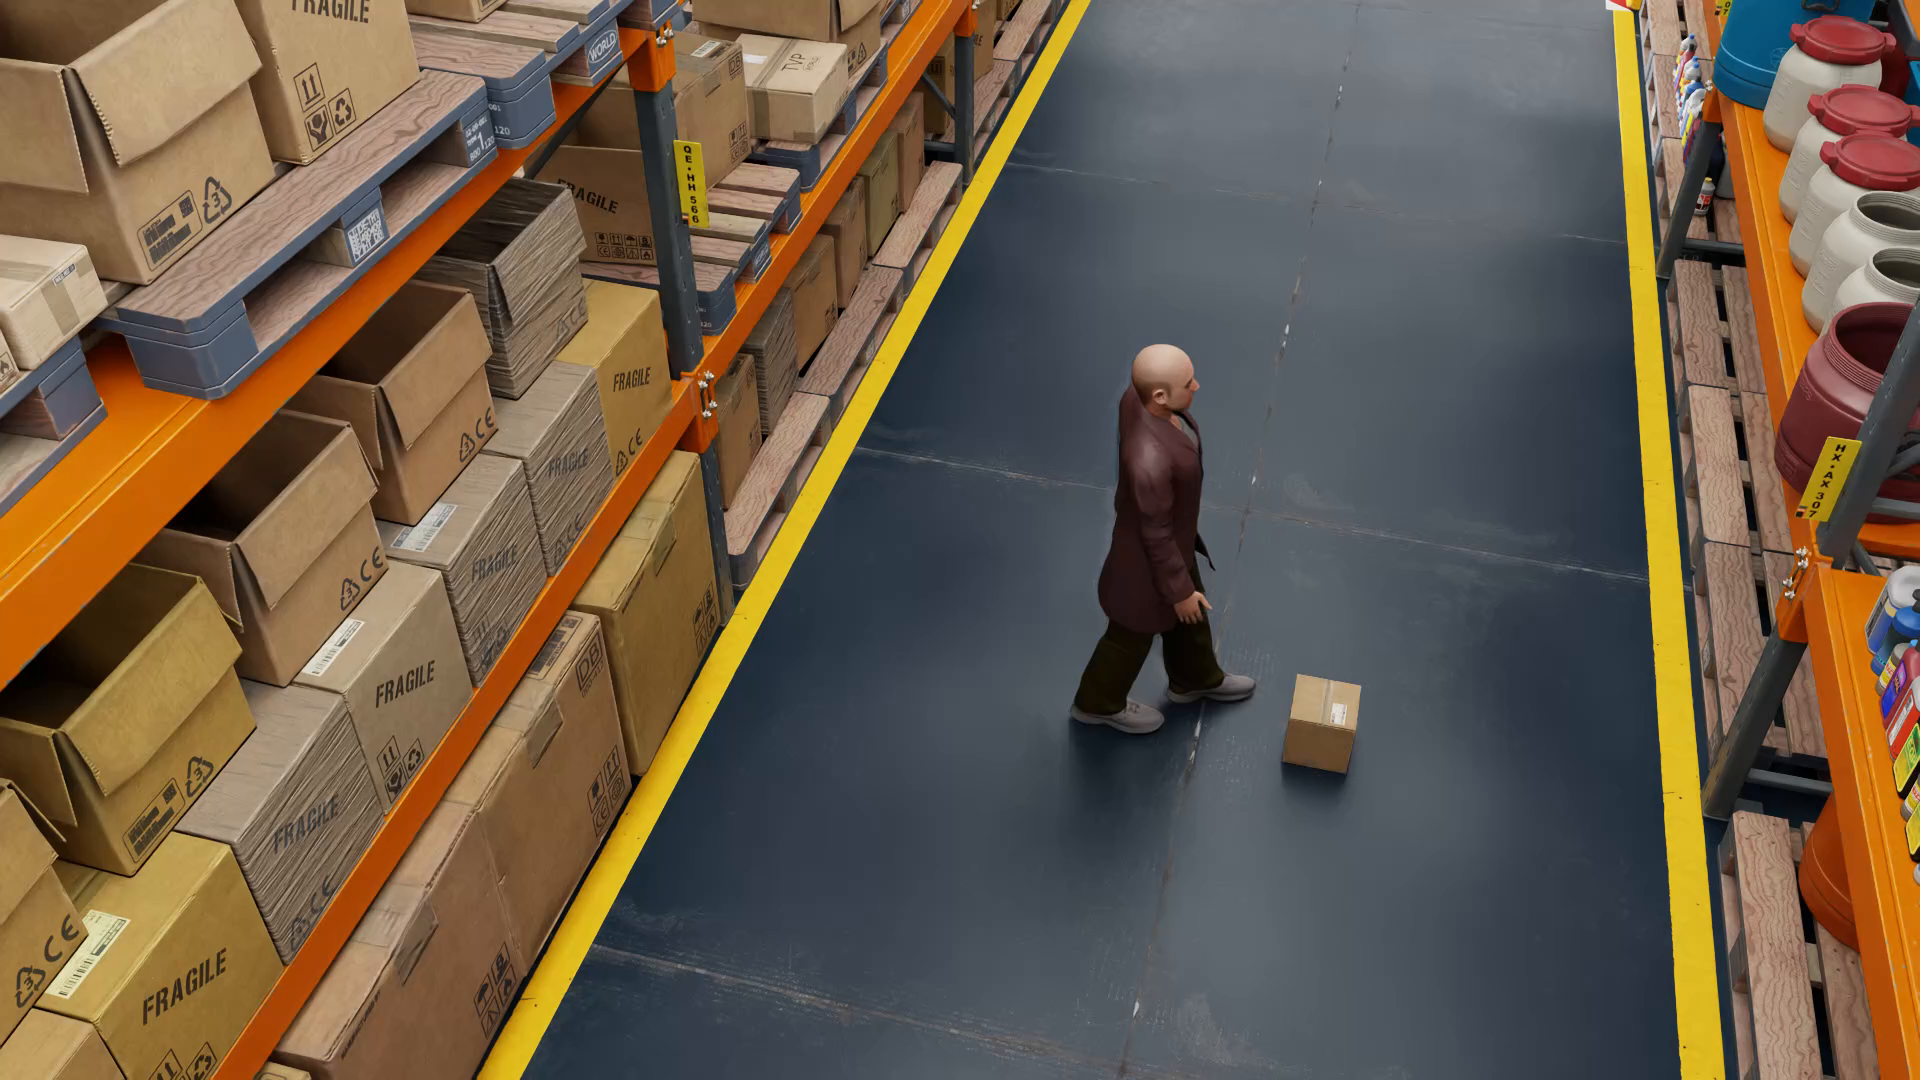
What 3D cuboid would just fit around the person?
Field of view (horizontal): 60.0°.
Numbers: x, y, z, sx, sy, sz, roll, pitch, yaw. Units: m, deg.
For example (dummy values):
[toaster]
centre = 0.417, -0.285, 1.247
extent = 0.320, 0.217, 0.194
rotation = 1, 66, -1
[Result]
[person]
centre = 0.810, 0.051, 6.088
extent = 0.742, 1.773, 0.614
rotation = 5, 41, 5
